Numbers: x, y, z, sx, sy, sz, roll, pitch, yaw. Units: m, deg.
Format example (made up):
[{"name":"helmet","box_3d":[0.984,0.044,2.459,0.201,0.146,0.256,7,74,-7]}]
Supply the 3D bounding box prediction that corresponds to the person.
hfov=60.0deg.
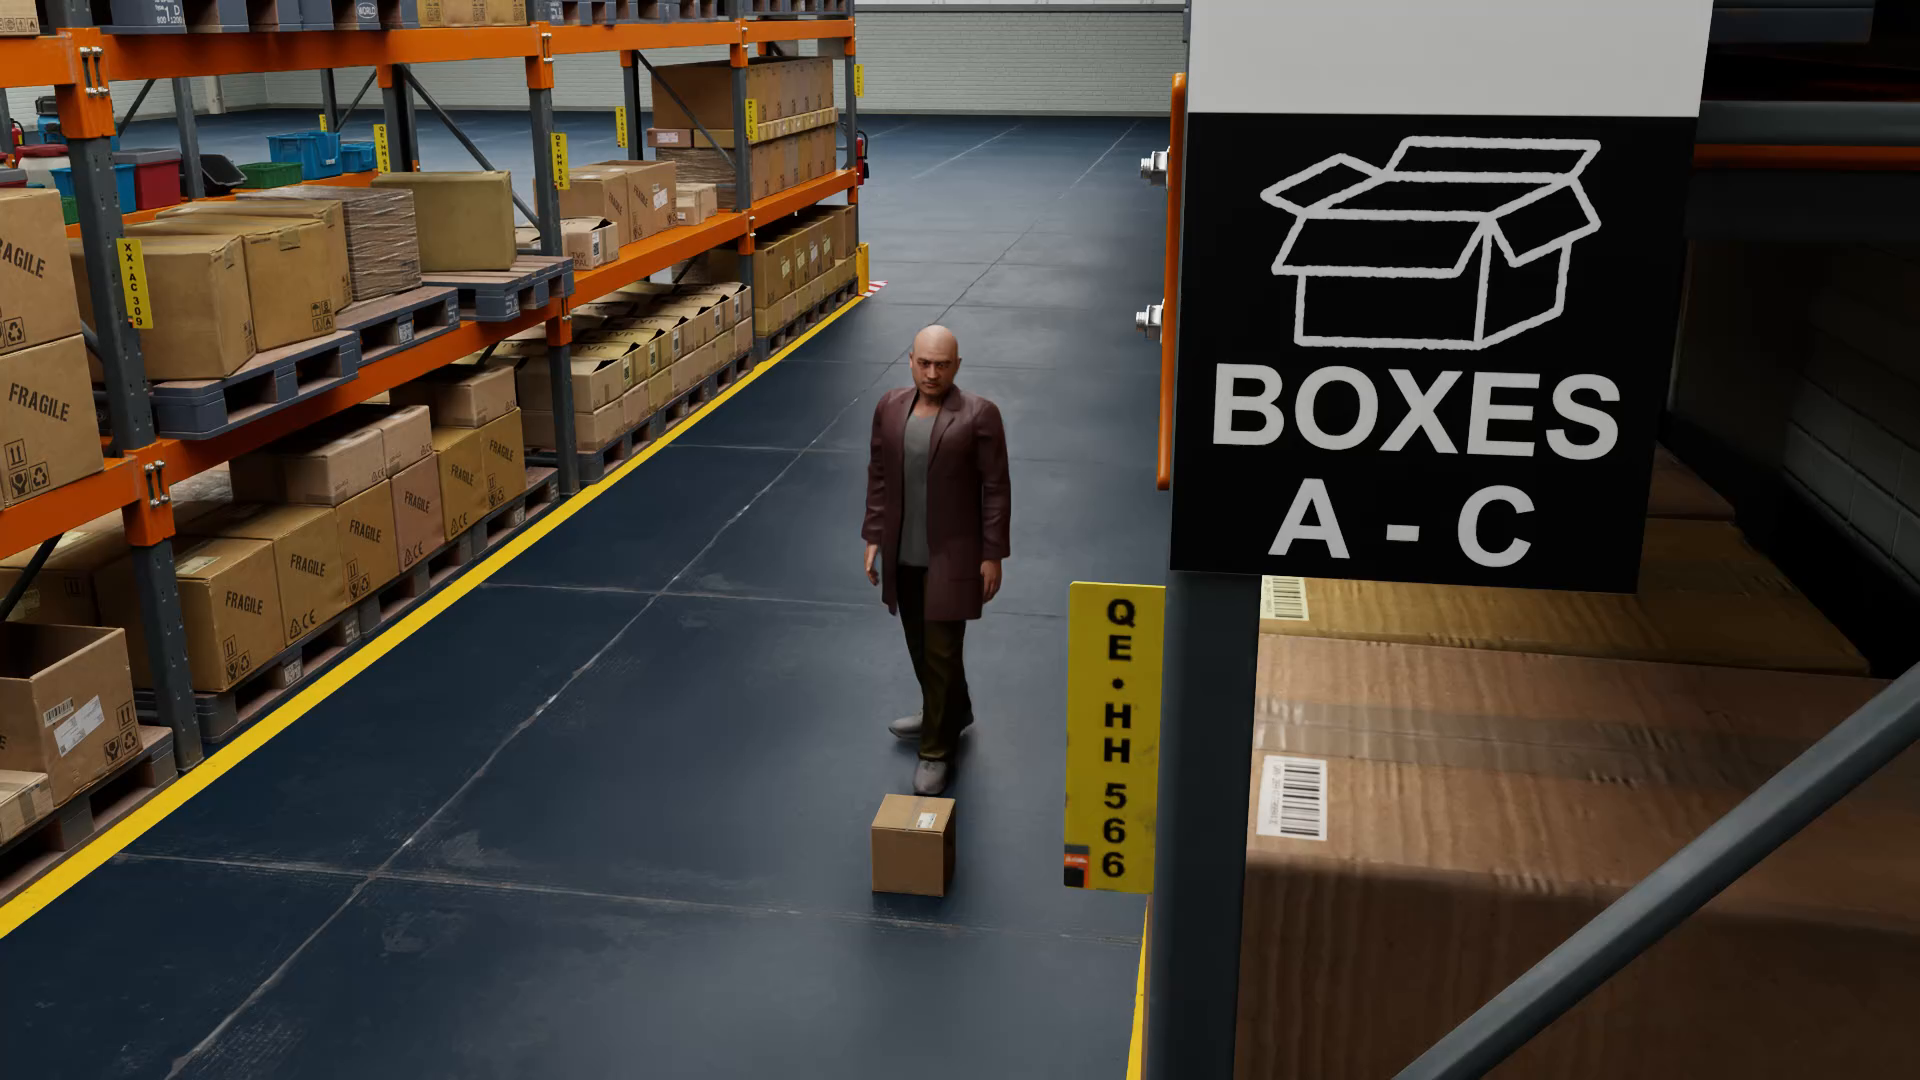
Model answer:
[{"name":"person","box_3d":[-0.097,0.043,6.430,0.608,1.777,0.681,10,20,28]}]
